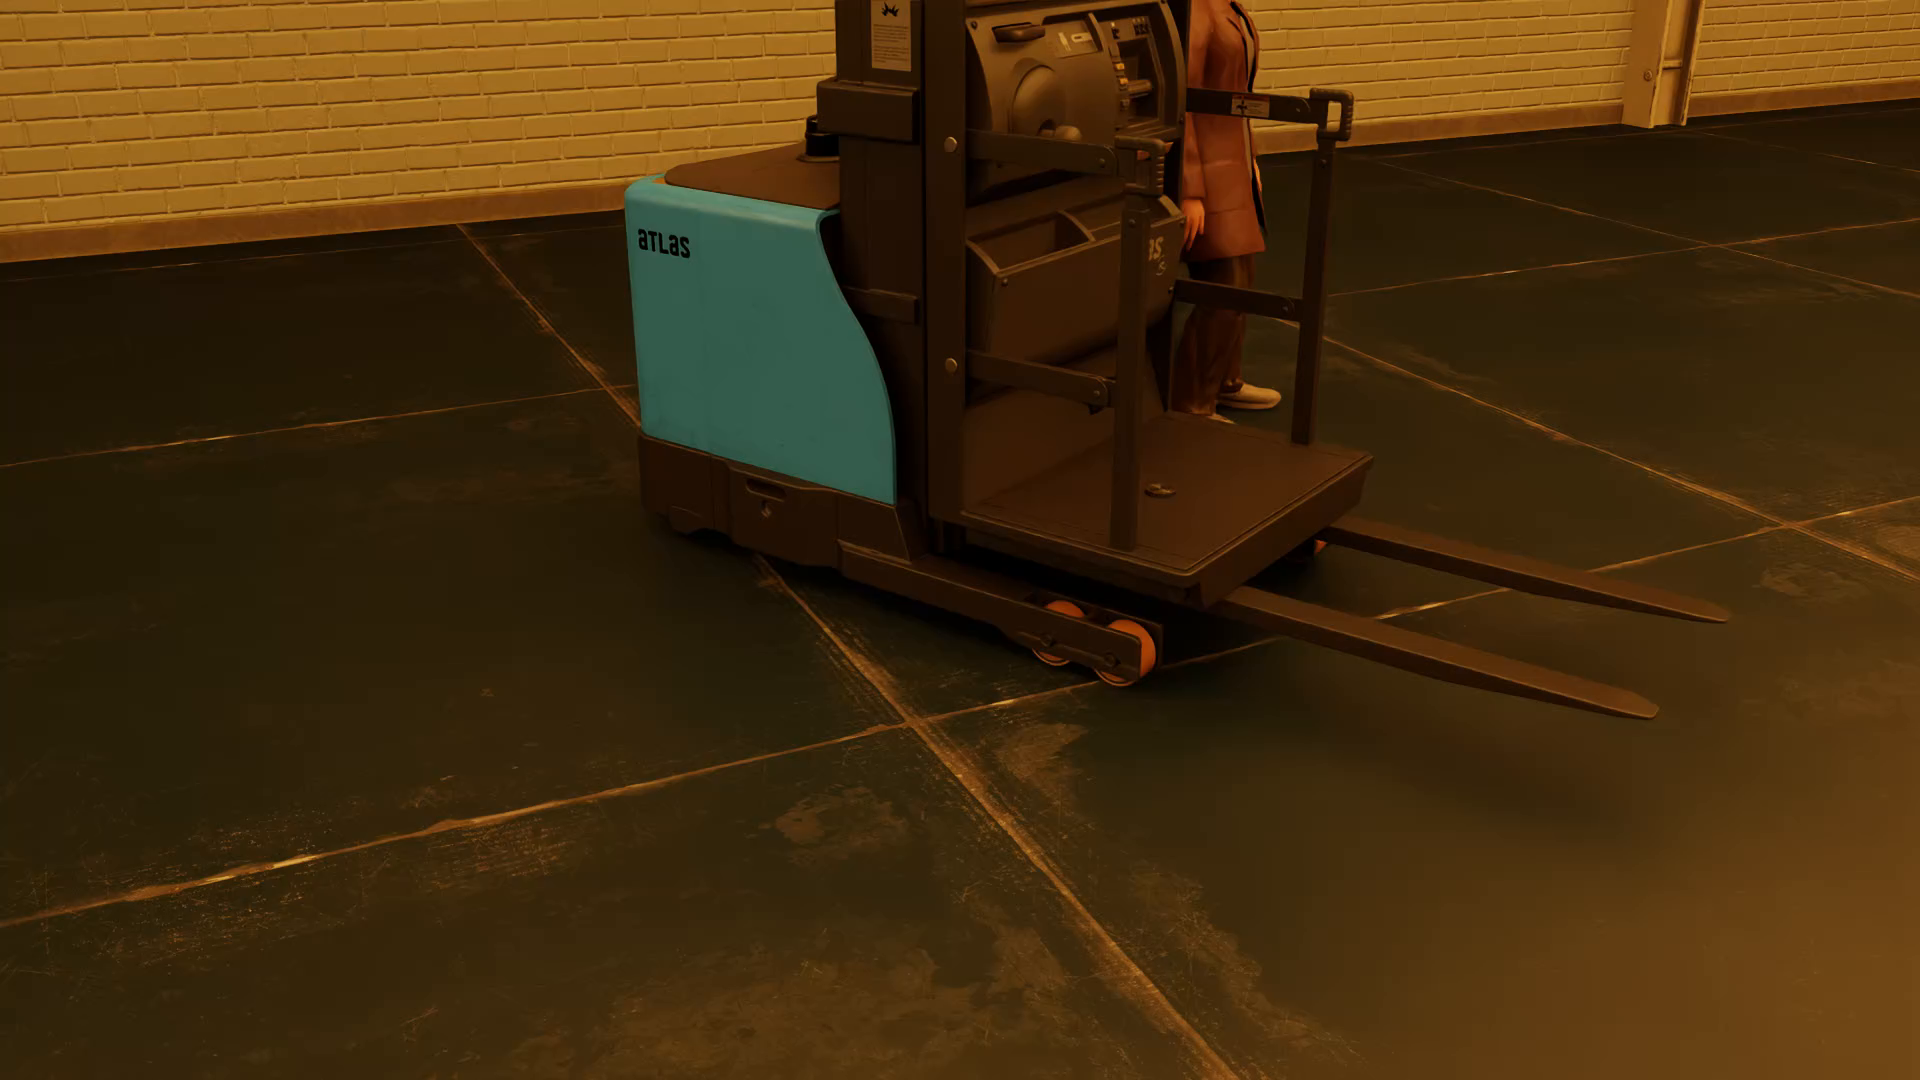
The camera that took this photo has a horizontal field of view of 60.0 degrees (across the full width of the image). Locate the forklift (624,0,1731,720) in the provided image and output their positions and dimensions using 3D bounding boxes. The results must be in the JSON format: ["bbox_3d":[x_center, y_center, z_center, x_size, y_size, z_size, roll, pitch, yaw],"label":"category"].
[{"bbox_3d":[0.488,-1.213,4.206,3.031,2.935,1.130,16,27,34],"label":"forklift"}]

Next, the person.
[{"bbox_3d":[0.920,-1.232,5.771,0.434,1.766,0.778,7,24,16],"label":"person"}]
